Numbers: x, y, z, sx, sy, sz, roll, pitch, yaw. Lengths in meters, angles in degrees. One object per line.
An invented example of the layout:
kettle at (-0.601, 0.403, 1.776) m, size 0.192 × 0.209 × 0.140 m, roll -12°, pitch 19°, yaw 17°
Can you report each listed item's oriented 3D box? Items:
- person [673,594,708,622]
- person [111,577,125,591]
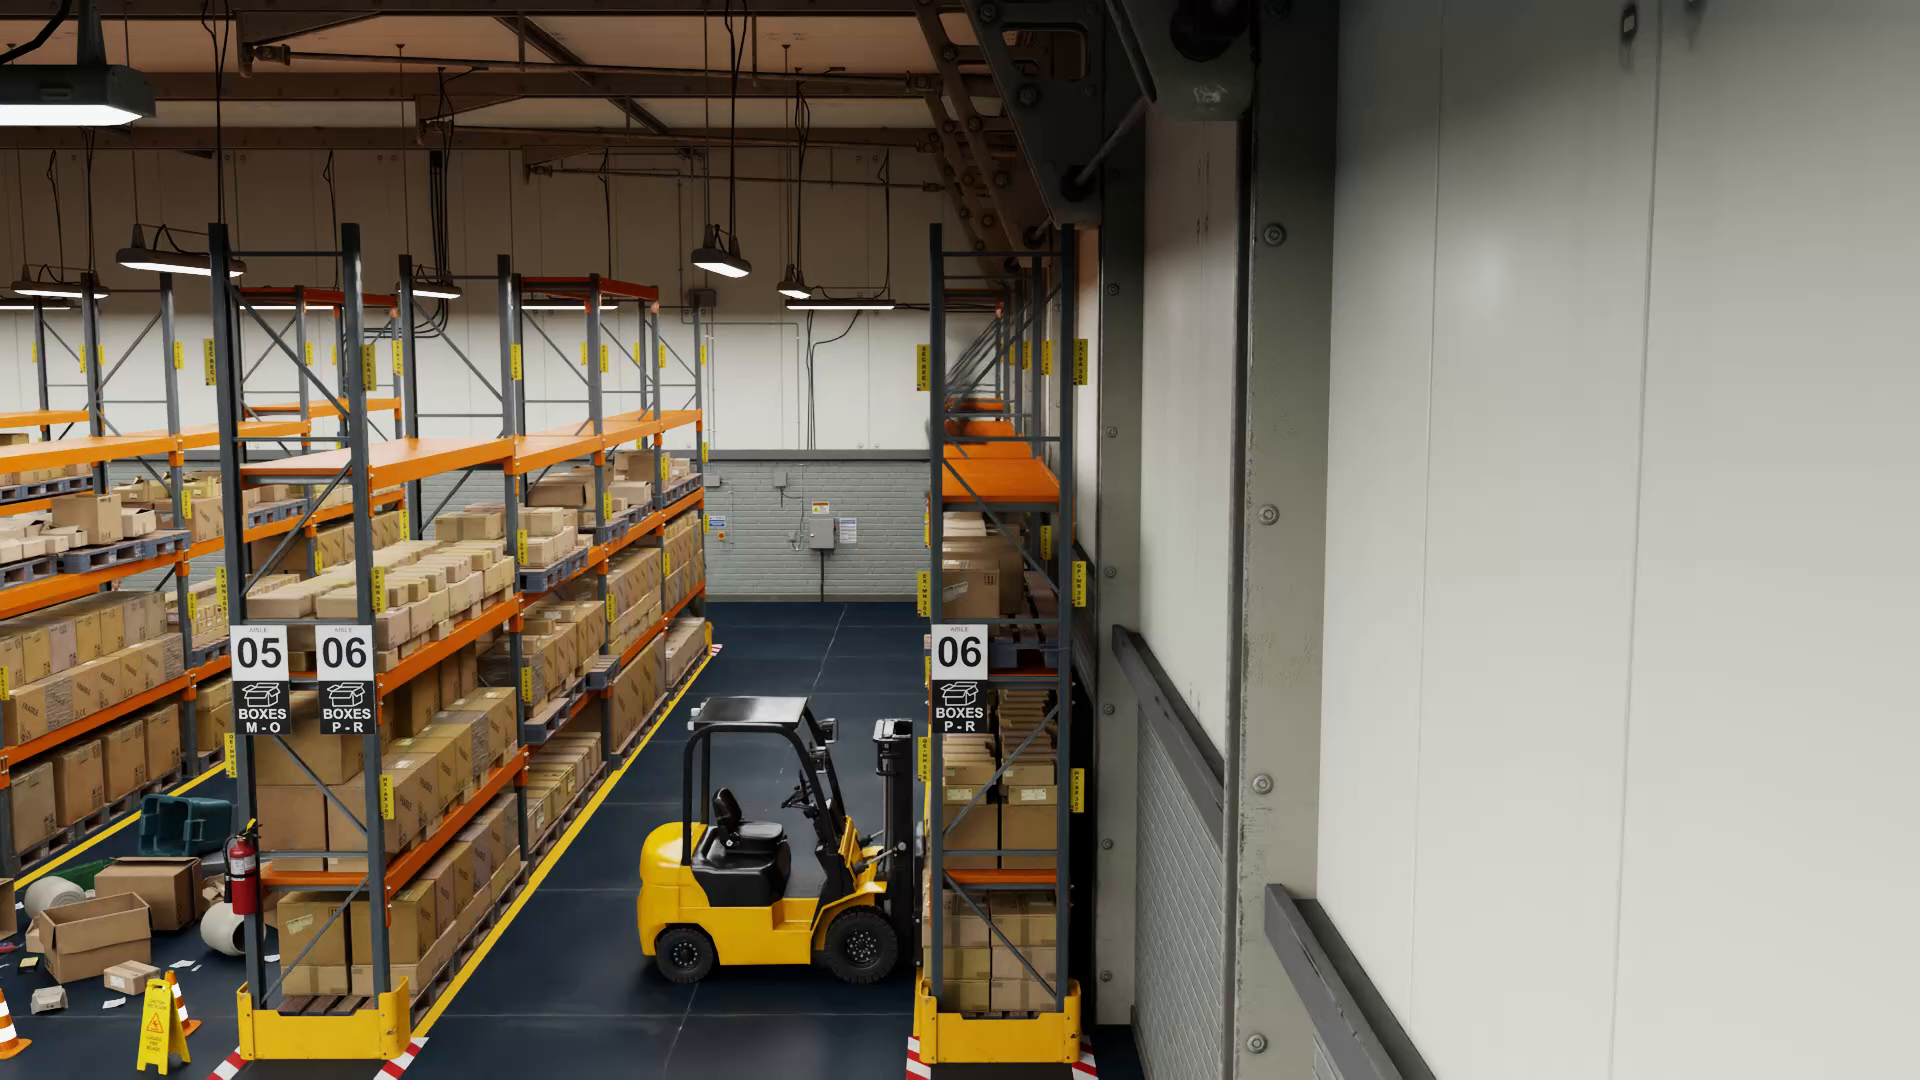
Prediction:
person at (-4.837, 0.861, 29.475) m, size 0.861 × 1.855 × 0.668 m, roll -1°, pitch 7°, yaw -12°
person at (-12.999, 1.335, 25.717) m, size 0.626 × 1.693 × 0.808 m, roll -1°, pitch 7°, yaw -4°
